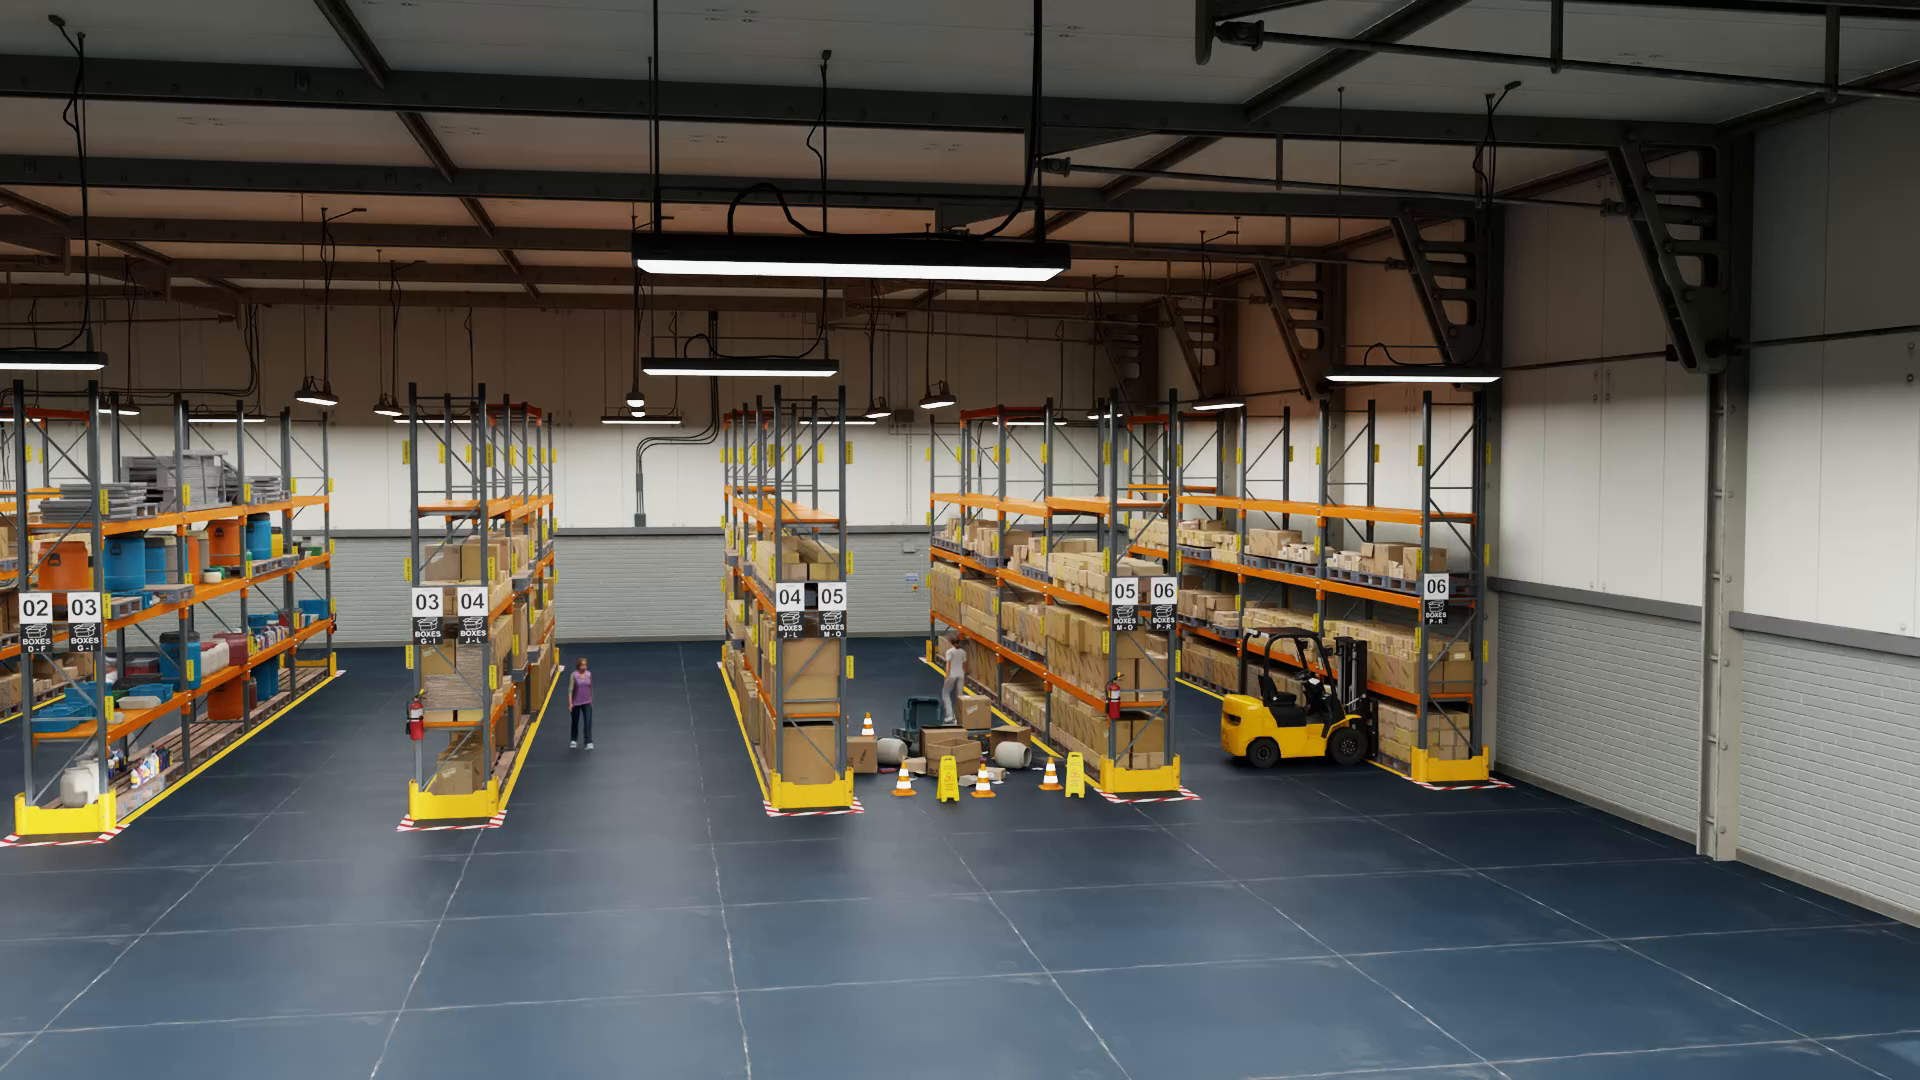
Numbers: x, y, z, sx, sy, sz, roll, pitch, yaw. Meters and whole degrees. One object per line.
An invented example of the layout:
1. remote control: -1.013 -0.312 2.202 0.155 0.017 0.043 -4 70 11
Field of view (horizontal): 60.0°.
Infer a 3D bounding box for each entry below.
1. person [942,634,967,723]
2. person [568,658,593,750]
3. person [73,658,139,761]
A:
1. person: -0.065 2.610 31.019 0.479 1.690 0.543 -1 3 -27
2. person: -6.428 2.774 28.179 0.471 1.560 0.878 -2 3 -28
3. person: -13.781 2.749 26.886 1.003 1.706 0.552 0 3 8
